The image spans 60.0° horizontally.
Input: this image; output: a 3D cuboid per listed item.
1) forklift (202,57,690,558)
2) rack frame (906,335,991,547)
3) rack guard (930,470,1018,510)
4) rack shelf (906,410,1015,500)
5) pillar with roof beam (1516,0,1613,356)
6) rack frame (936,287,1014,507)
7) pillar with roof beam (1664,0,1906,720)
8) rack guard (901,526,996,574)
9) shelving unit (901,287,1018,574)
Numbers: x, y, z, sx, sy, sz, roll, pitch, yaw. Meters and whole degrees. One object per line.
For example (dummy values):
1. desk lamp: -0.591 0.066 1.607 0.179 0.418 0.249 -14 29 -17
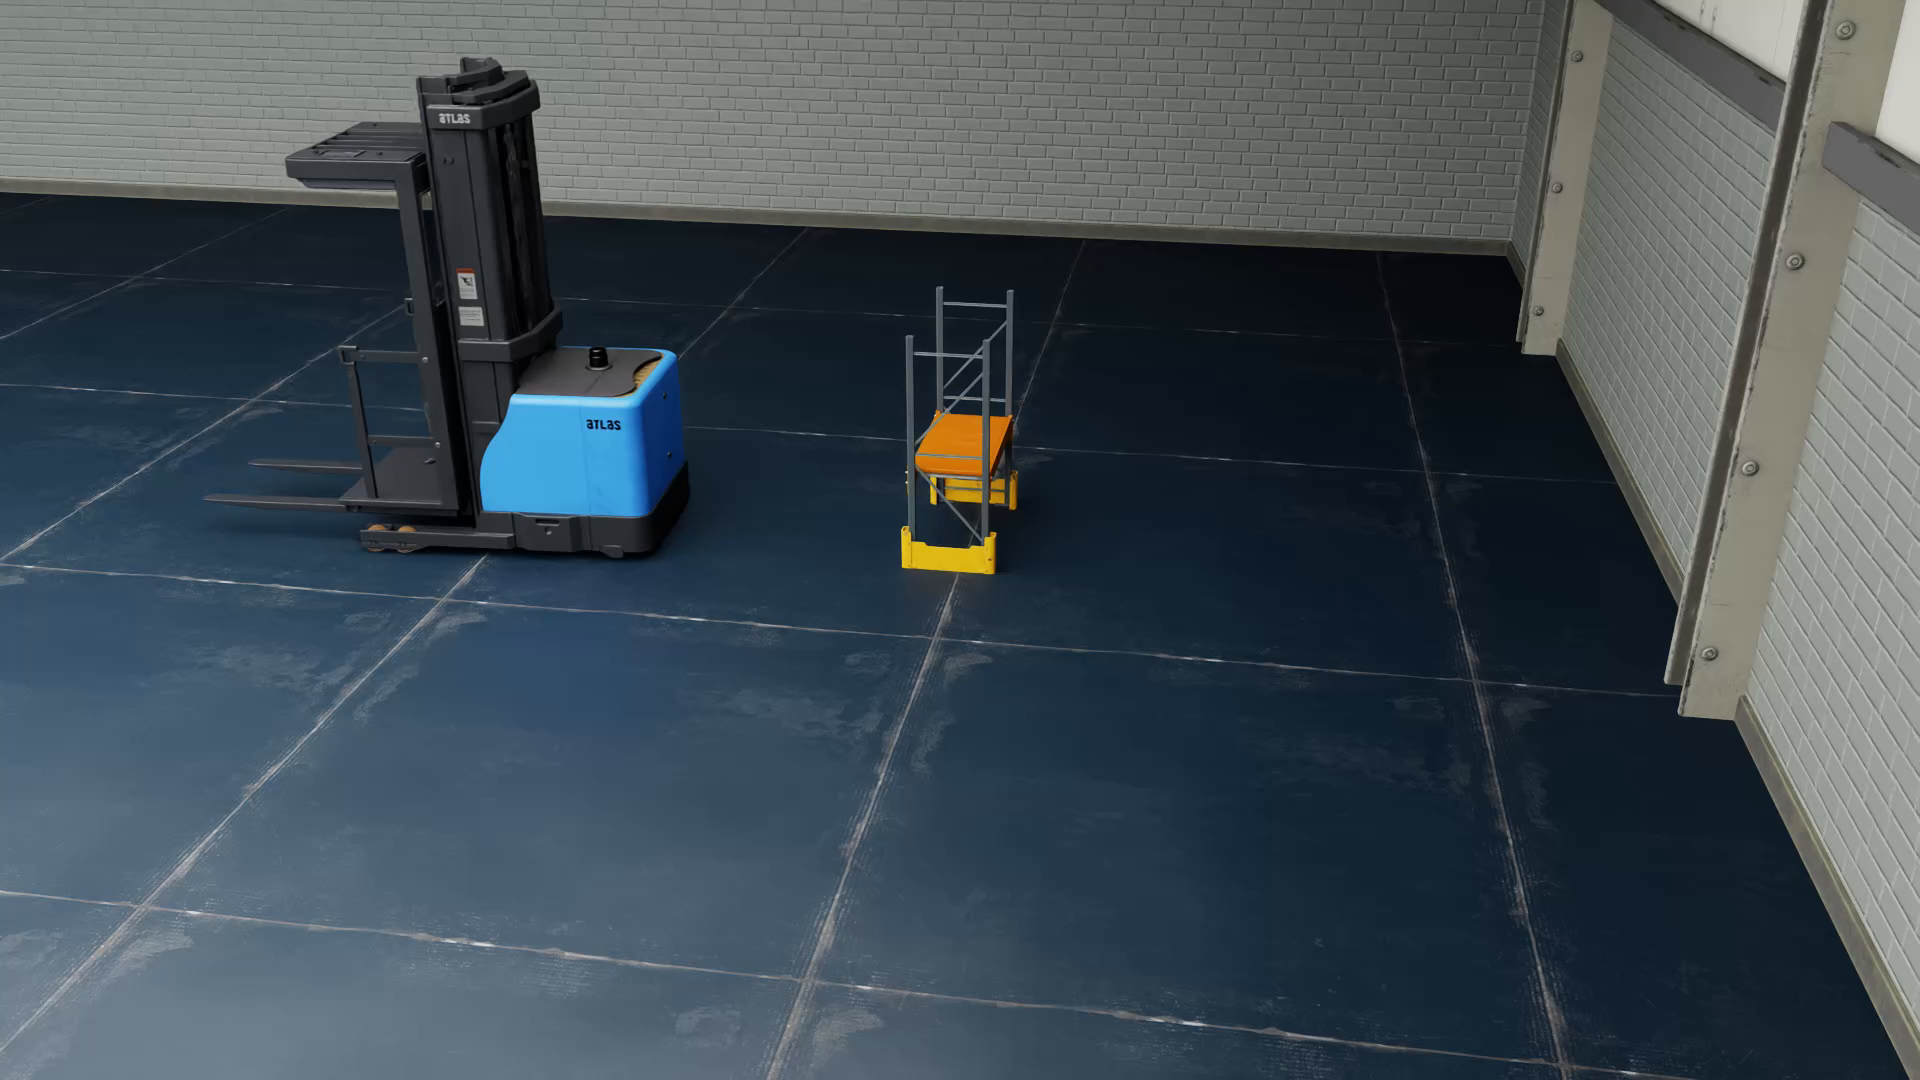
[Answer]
1. forklift: -3.382 -1.464 10.421 3.031 2.935 1.130 2 25 5
2. rack frame: -0.069 -0.502 10.054 0.500 1.500 0.032 4 25 9
3. rack guard: 0.094 -0.353 11.210 0.587 0.250 0.087 4 25 9
4. rack shelf: 0.014 -0.552 10.585 0.538 0.185 1.000 4 25 9
5. pillar with roof beam: 0.713 -6.028 13.014 9.100 9.000 0.400 4 25 9
6. rack frame: 0.097 -0.928 10.962 0.500 1.500 0.032 4 25 9
7. pillar with roof beam: -0.267 -3.519 7.653 9.100 9.000 0.400 4 25 9
8. rack guard: -0.069 0.063 10.320 0.587 0.250 0.087 4 25 9
9. shelving unit: 0.012 -0.711 10.500 0.587 1.500 1.083 4 25 9
